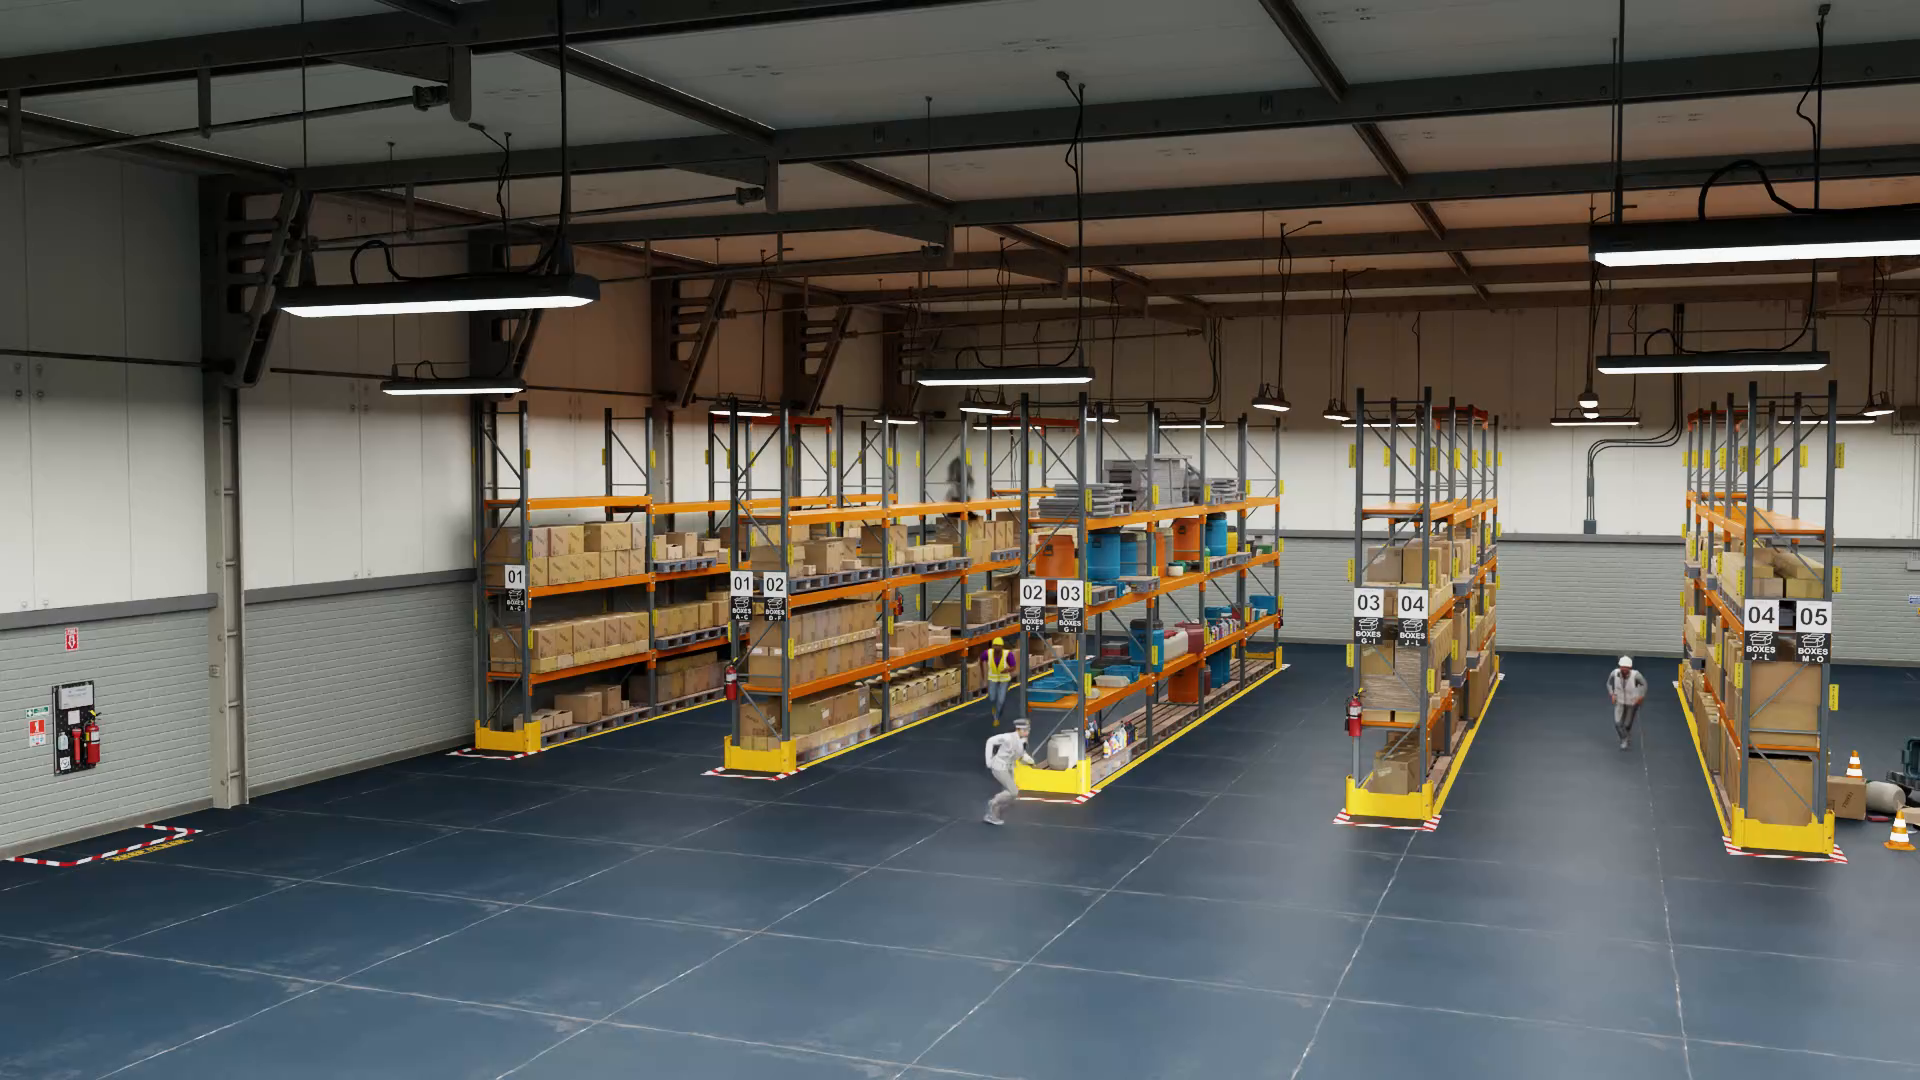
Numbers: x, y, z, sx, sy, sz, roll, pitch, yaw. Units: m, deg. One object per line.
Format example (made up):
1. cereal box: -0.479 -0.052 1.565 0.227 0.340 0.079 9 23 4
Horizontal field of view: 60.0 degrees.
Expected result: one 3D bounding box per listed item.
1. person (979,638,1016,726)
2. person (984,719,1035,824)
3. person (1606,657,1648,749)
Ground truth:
1. person: 0.698 2.653 31.092 0.684 1.681 0.712 0 3 2
2. person: 0.636 3.157 22.585 0.811 1.497 0.645 2 4 39
3. person: 11.584 2.801 28.871 0.676 1.623 0.953 1 3 26
